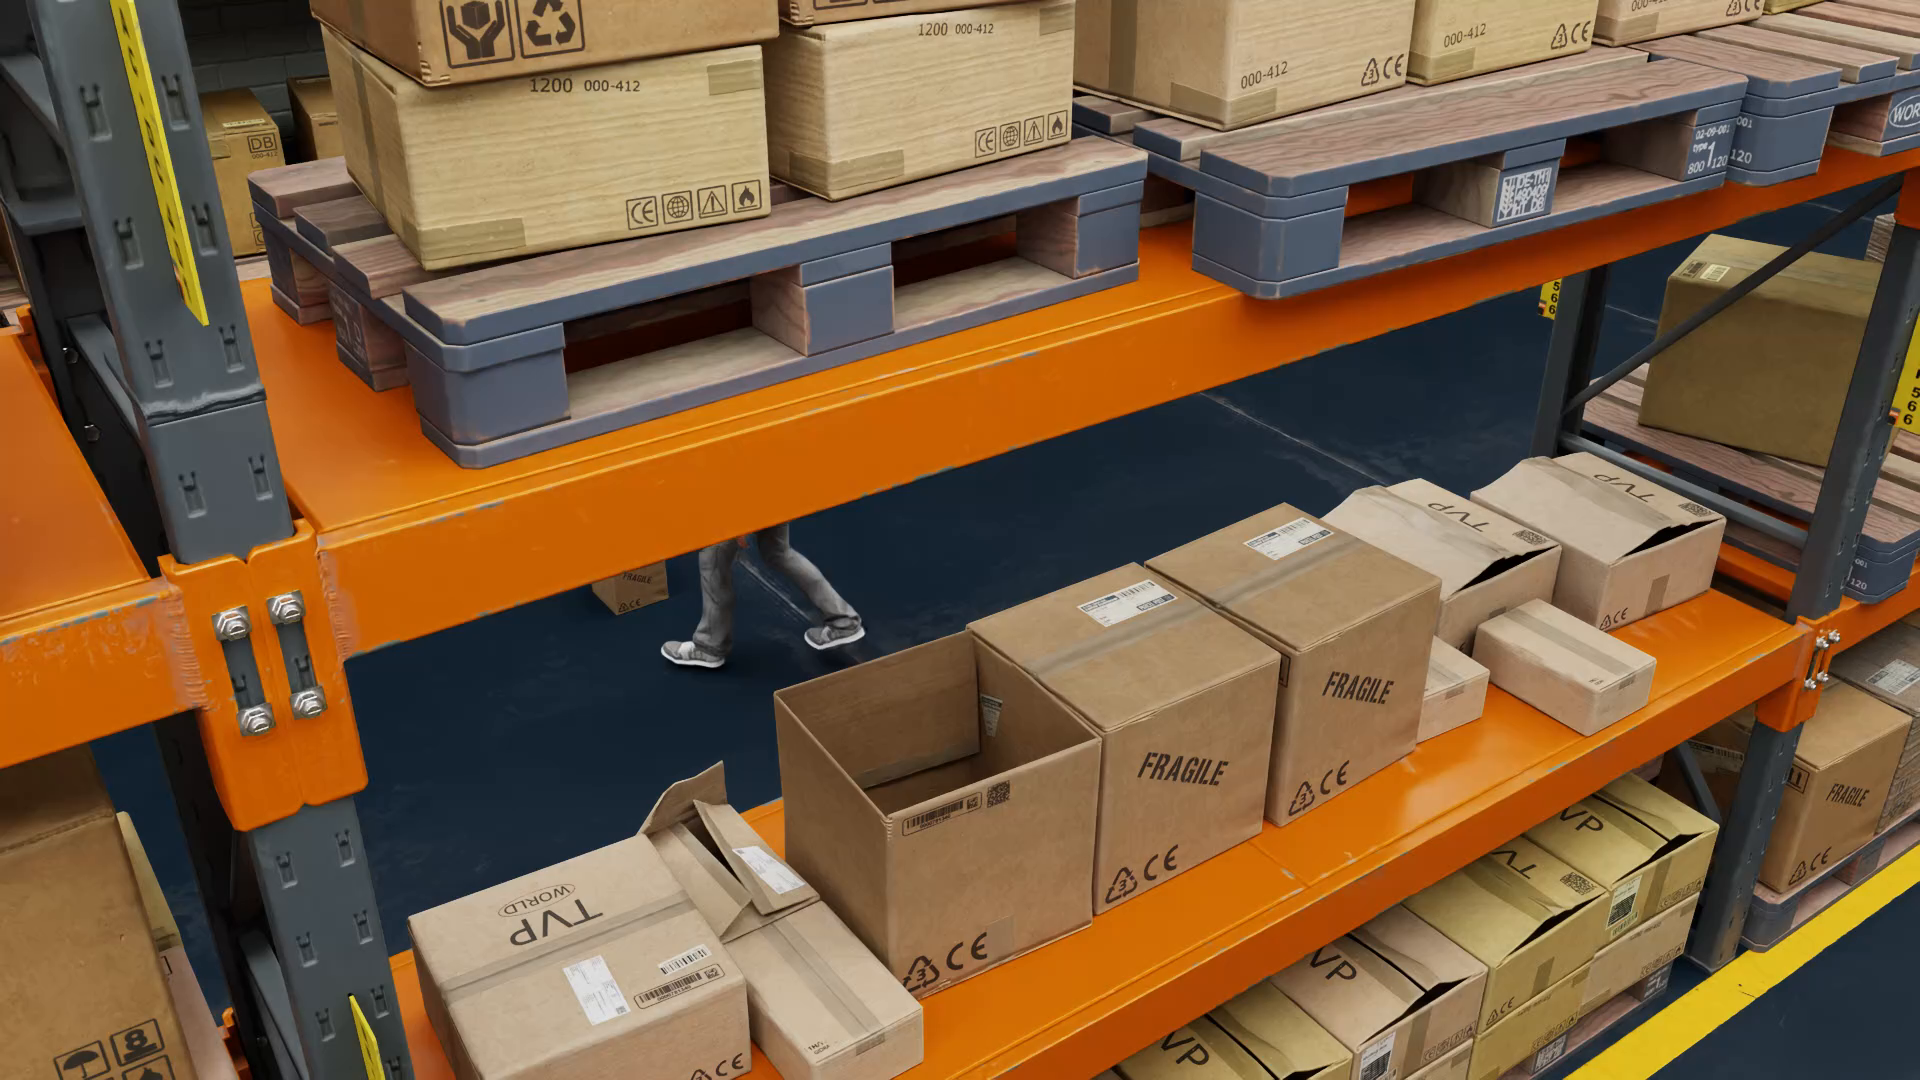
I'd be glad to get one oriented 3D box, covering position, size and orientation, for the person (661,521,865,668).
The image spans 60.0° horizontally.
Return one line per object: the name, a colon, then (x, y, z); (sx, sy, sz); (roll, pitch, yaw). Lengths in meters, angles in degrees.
person: (-0.805, -0.193, 6.475); (0.791, 1.557, 0.441); (12, 31, 20)
